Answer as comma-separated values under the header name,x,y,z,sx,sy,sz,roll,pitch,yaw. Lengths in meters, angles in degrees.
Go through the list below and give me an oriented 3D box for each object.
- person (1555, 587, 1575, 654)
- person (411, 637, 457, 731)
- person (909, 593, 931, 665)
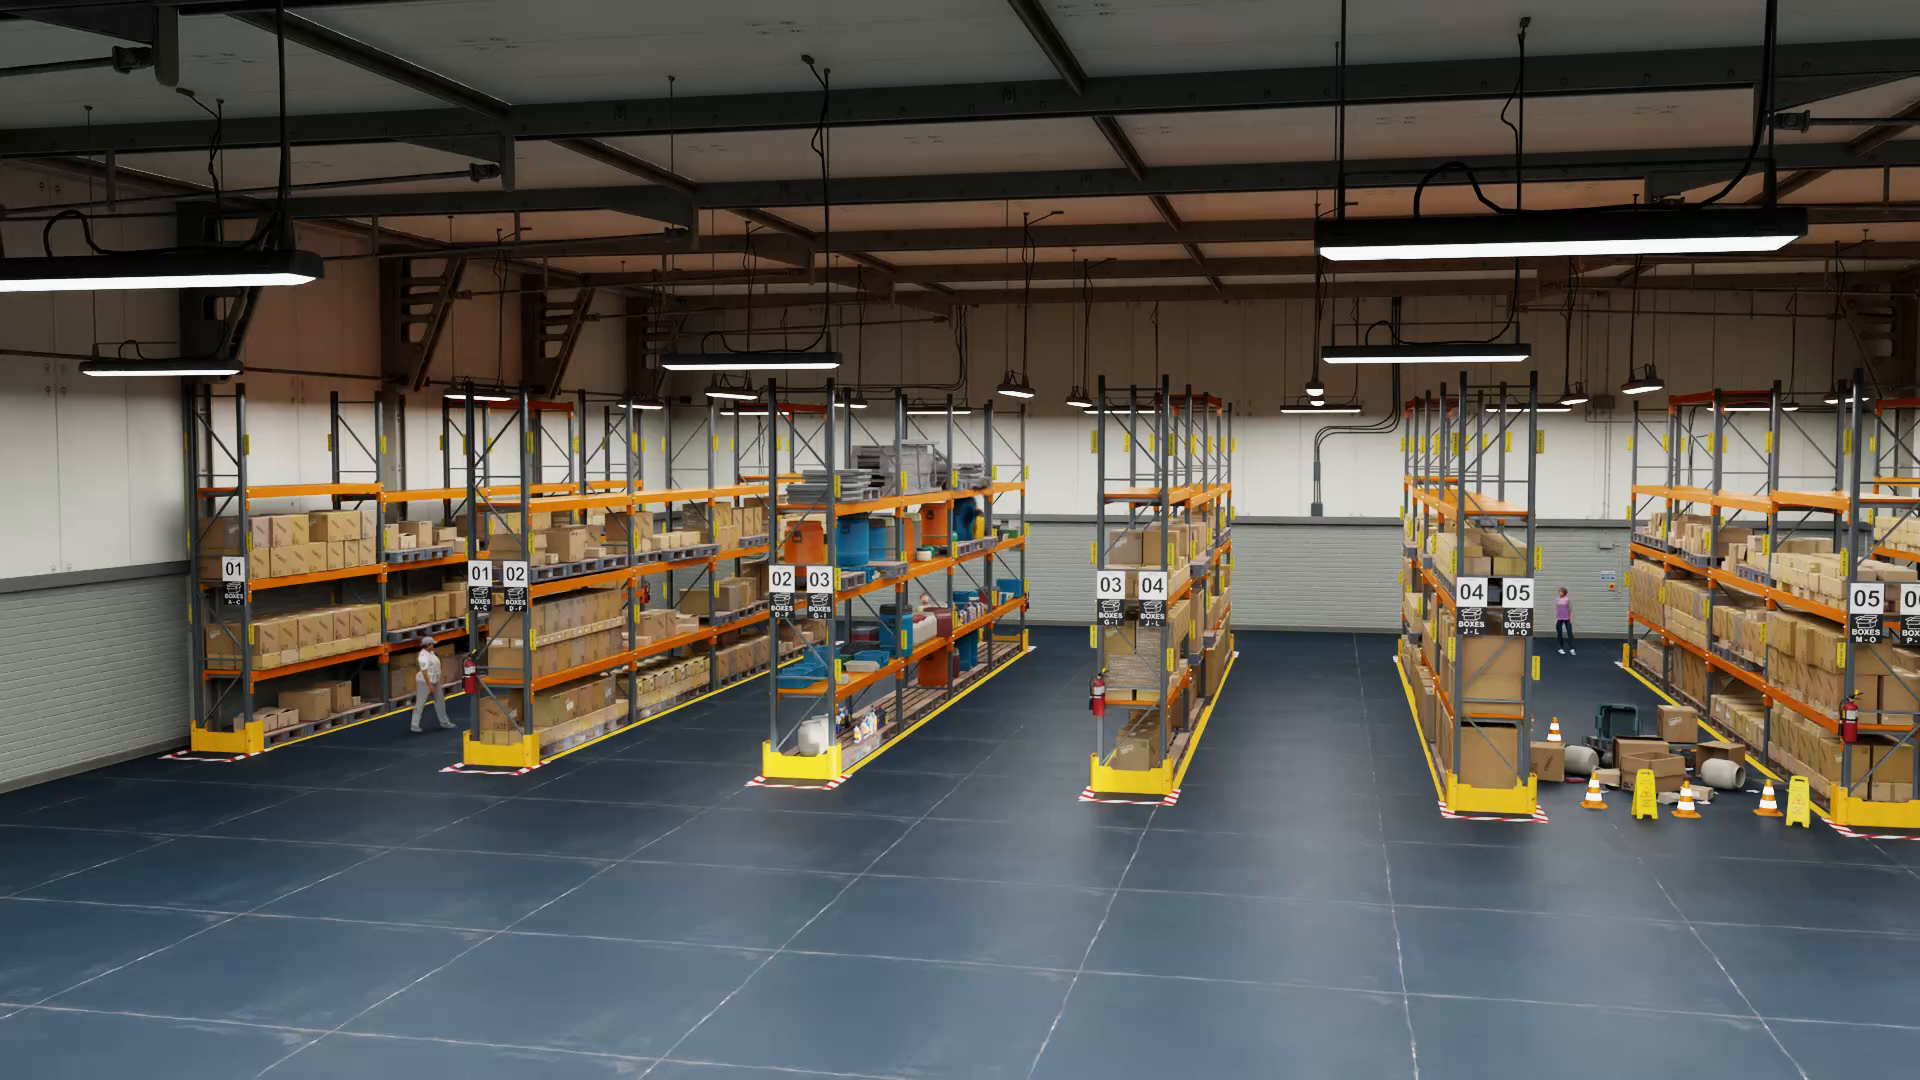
name,x,y,z,sx,sy,sz,roll,pitch,yaw
person,14.527,1.928,39.909,0.493,1.609,0.337,2,4,30
person,-9.274,2.512,29.193,0.605,1.666,0.684,1,3,14
person,-0.799,2.024,37.717,0.558,1.608,1.016,2,4,28
